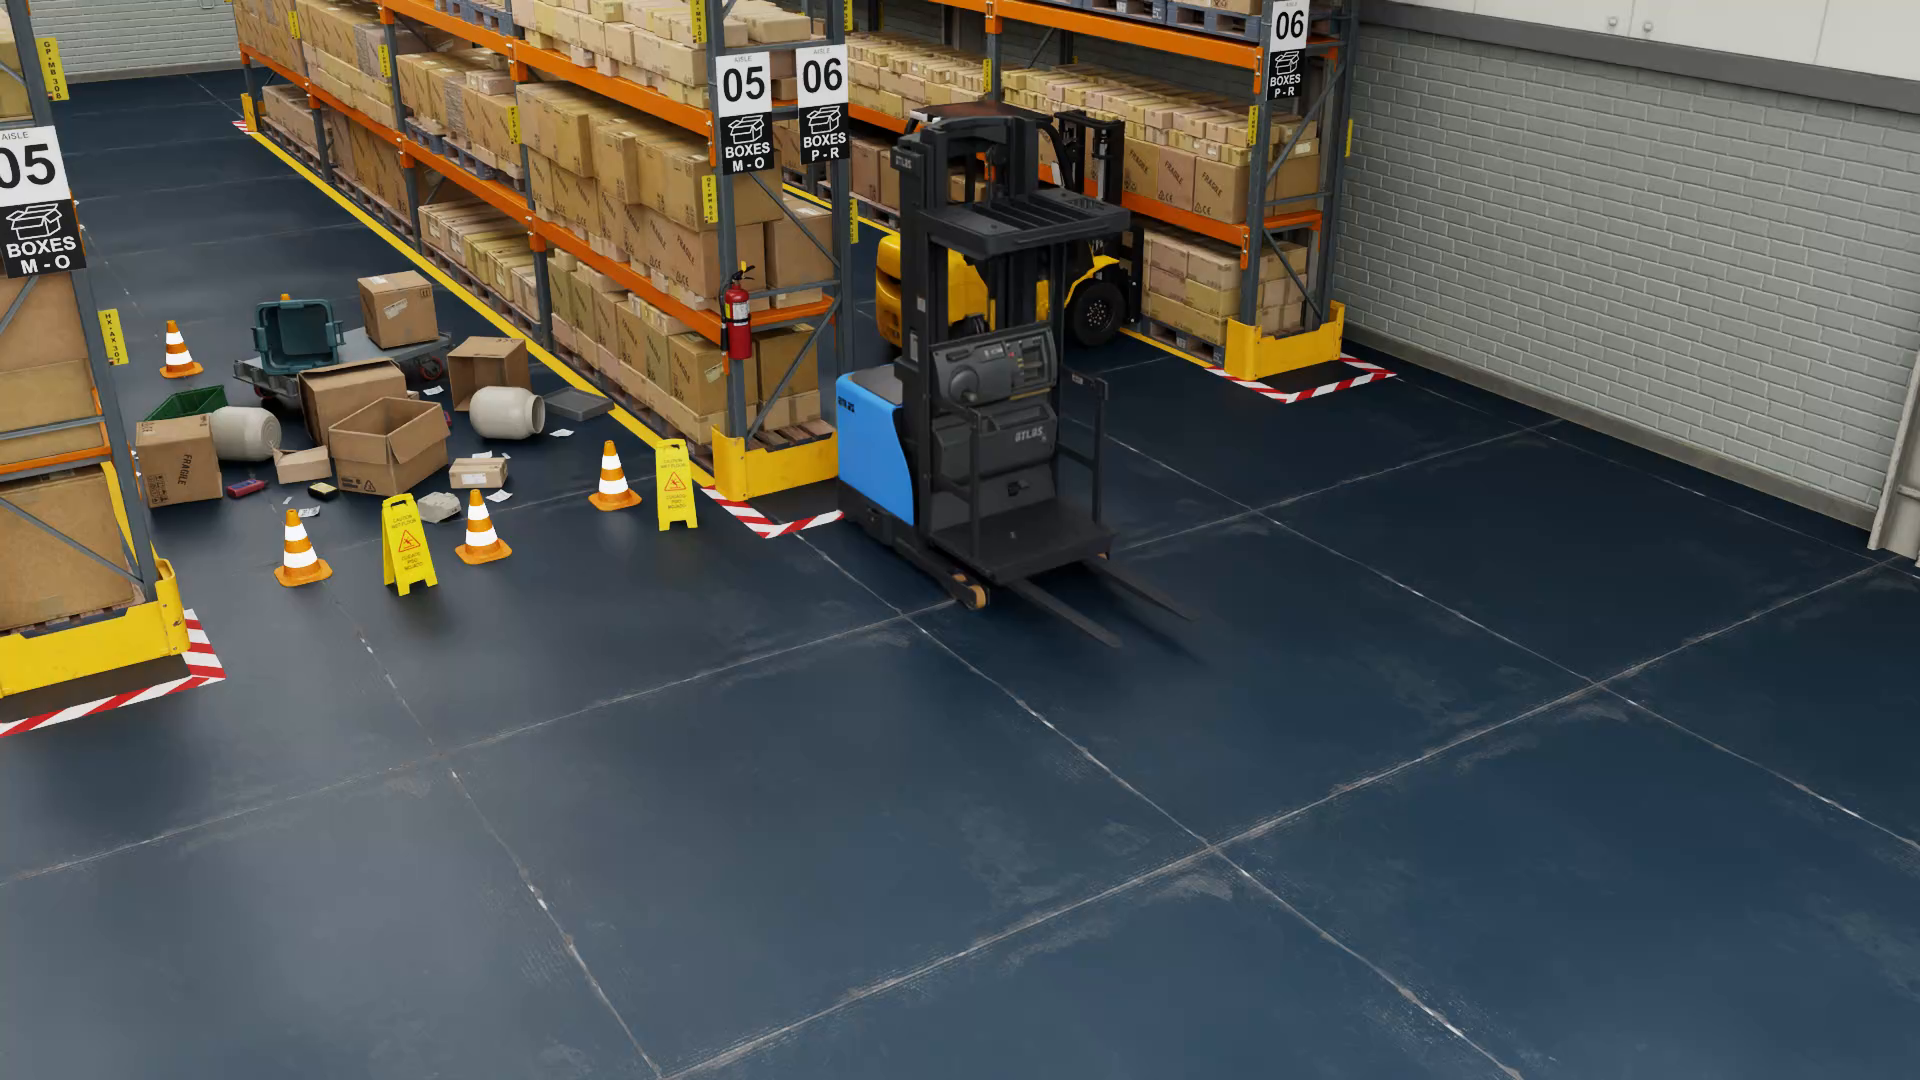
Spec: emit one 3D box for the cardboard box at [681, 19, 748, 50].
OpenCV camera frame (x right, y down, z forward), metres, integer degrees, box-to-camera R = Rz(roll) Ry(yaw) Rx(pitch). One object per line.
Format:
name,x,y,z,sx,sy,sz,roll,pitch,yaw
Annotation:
cardboard box,-1.675,-3.455,11.364,0.380,0.149,0.250,-15,29,-29

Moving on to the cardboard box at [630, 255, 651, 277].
cardboard box,-2.384,-2.211,13.176,0.380,0.149,0.250,-16,30,-30

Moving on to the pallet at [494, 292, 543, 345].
pallet,-3.853,-2.247,16.226,1.003,0.211,1.213,-16,29,-30

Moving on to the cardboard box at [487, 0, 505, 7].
cardboard box,-3.867,-4.884,14.714,0.500,0.250,0.500,-16,30,-31

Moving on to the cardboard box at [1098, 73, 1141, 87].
cardboard box,1.604,-4.552,16.615,0.380,0.149,0.250,-16,30,-31

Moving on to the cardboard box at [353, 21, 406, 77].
cardboard box,-6.399,-5.464,18.484,0.500,0.500,0.500,-15,29,-29

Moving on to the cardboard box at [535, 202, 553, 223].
cardboard box,-3.524,-2.929,14.698,0.380,0.149,0.250,-16,29,-30

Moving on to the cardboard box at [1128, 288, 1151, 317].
cardboard box,1.863,-2.360,15.926,0.500,0.250,0.500,-15,29,-29

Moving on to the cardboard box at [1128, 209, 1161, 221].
cardboard box,1.996,-3.116,16.358,0.500,0.250,0.500,-16,30,-31

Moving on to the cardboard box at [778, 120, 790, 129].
cardboard box,-2.111,-5.380,21.271,0.380,0.149,0.250,-17,30,-32

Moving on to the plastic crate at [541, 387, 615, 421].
plastic crate,-3.257,-1.157,14.070,0.583,0.080,0.402,18,31,33

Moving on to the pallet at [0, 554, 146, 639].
pallet,-5.838,0.383,10.653,1.003,0.211,1.213,-16,29,-30

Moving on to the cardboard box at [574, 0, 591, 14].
cardboard box,-2.772,-4.192,12.925,0.380,0.149,0.250,-16,30,-30

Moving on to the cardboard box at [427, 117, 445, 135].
cardboard box,-5.219,-4.257,17.018,0.380,0.149,0.250,-15,29,-29

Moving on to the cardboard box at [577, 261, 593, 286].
cardboard box,-3.031,-2.293,14.147,0.380,0.149,0.250,-14,29,-28

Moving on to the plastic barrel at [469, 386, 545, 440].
plastic barrel,-3.639,-1.020,13.378,0.512,0.421,0.421,3,25,6

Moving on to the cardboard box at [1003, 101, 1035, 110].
cardboard box,0.753,-4.214,17.008,0.500,0.500,0.500,-16,30,-31

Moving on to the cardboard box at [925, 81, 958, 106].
cardboard box,-0.039,-4.845,18.052,0.500,0.250,0.500,-16,30,-31

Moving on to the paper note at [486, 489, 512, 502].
paper note,-3.427,-0.331,12.378,0.142,0.019,0.148,18,31,33

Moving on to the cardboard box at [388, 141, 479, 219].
cardboard box,-5.918,-4.156,19.000,0.875,0.875,0.875,-16,30,-30

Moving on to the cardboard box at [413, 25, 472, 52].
cardboard box,-5.675,-5.392,18.332,0.500,0.500,0.500,-17,30,-31

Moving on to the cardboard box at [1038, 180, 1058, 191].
cardboard box,0.731,-3.541,17.257,0.500,0.250,0.500,-16,30,-30

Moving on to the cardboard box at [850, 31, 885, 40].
cardboard box,-1.107,-6.088,20.219,0.380,0.149,0.250,-15,29,-28

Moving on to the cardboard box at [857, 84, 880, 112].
cardboard box,-0.859,-5.172,19.330,0.500,0.250,0.500,-17,30,-31

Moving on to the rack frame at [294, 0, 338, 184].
rack frame,-7.794,-6.092,21.103,1.000,3.000,0.127,-16,29,-30

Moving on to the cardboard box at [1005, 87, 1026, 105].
cardboard box,0.683,-4.552,16.963,0.380,0.149,0.250,-16,30,-30

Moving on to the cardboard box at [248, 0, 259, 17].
cardboard box,-9.379,-7.416,22.620,0.500,0.500,0.500,-16,30,-30

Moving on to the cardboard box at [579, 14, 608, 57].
cardboard box,-2.587,-3.888,12.747,0.500,0.250,0.500,-15,29,-29

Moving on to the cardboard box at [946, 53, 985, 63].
cardboard box,0.066,-5.371,18.699,0.380,0.149,0.250,-16,30,-30

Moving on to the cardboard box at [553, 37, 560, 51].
cardboard box,-3.138,-4.135,13.738,0.380,0.149,0.250,-16,29,-30

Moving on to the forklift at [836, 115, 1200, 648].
forklift,0.352,-1.102,10.614,1.130,2.935,3.031,-16,30,-30

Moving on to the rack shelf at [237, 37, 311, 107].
rack shelf,-8.886,-6.482,22.772,1.077,0.370,4.000,-16,29,-30

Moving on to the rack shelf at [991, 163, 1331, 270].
rack shelf,1.822,-3.348,16.133,1.077,0.370,4.000,-16,29,-30

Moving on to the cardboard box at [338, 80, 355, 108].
cardboard box,-6.960,-5.252,19.500,0.500,0.250,0.500,-16,30,-30

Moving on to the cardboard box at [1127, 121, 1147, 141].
cardboard box,1.769,-3.808,15.388,0.380,0.149,0.250,-15,29,-29

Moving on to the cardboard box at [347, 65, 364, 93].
cardboard box,-6.667,-5.294,19.003,0.500,0.250,0.500,-16,30,-31

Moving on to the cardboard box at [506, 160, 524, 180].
cardboard box,-3.939,-3.426,15.259,0.380,0.149,0.250,-15,29,-29

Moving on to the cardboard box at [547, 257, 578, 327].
cardboard box,-3.331,-2.242,14.798,0.500,0.500,0.500,-14,29,-27

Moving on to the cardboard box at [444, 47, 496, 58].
cardboard box,-5.129,-4.933,17.690,0.500,0.500,0.500,-17,30,-31

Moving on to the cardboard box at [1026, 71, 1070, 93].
cardboard box,0.889,-4.610,16.738,0.380,0.149,0.250,-15,29,-29

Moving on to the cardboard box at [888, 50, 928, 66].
cardboard box,-0.590,-5.445,18.856,0.380,0.149,0.250,-16,29,-30

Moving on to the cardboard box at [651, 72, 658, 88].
cardboard box,-2.035,-3.395,12.171,0.380,0.149,0.250,-15,29,-29

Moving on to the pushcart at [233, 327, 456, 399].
pushcart,-5.310,-1.495,14.438,0.936,0.377,1.648,18,31,33

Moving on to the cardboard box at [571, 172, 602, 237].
cardboard box,-2.864,-2.831,13.730,0.500,0.500,0.500,-16,30,-30

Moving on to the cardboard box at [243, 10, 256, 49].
cardboard box,-9.657,-7.155,23.237,0.500,0.500,0.500,-16,30,-30

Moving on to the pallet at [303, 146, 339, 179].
pallet,-8.144,-5.121,22.313,1.003,0.211,1.213,-16,29,-30

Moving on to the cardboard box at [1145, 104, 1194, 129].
cardboard box,1.906,-3.852,15.132,0.380,0.149,0.250,-15,29,-28

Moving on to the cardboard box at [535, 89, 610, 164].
cardboard box,-3.108,-3.466,13.905,0.700,0.500,0.500,-15,29,-29

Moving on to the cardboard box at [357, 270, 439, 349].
cardboard box,-4.902,-2.017,14.512,0.500,0.500,0.500,-16,29,-30

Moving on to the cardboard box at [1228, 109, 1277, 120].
cardboard box,2.639,-3.793,15.008,0.380,0.149,0.250,-15,29,-29

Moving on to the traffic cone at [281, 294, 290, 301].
traffic cone,-6.273,-2.071,15.557,0.336,0.463,0.334,-16,29,-30

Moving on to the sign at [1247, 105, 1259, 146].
sign,2.451,-3.467,13.909,0.100,0.325,0.005,-16,29,-30

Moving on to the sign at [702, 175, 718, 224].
sign,-1.719,-2.344,11.437,0.100,0.325,0.005,-16,29,-30
